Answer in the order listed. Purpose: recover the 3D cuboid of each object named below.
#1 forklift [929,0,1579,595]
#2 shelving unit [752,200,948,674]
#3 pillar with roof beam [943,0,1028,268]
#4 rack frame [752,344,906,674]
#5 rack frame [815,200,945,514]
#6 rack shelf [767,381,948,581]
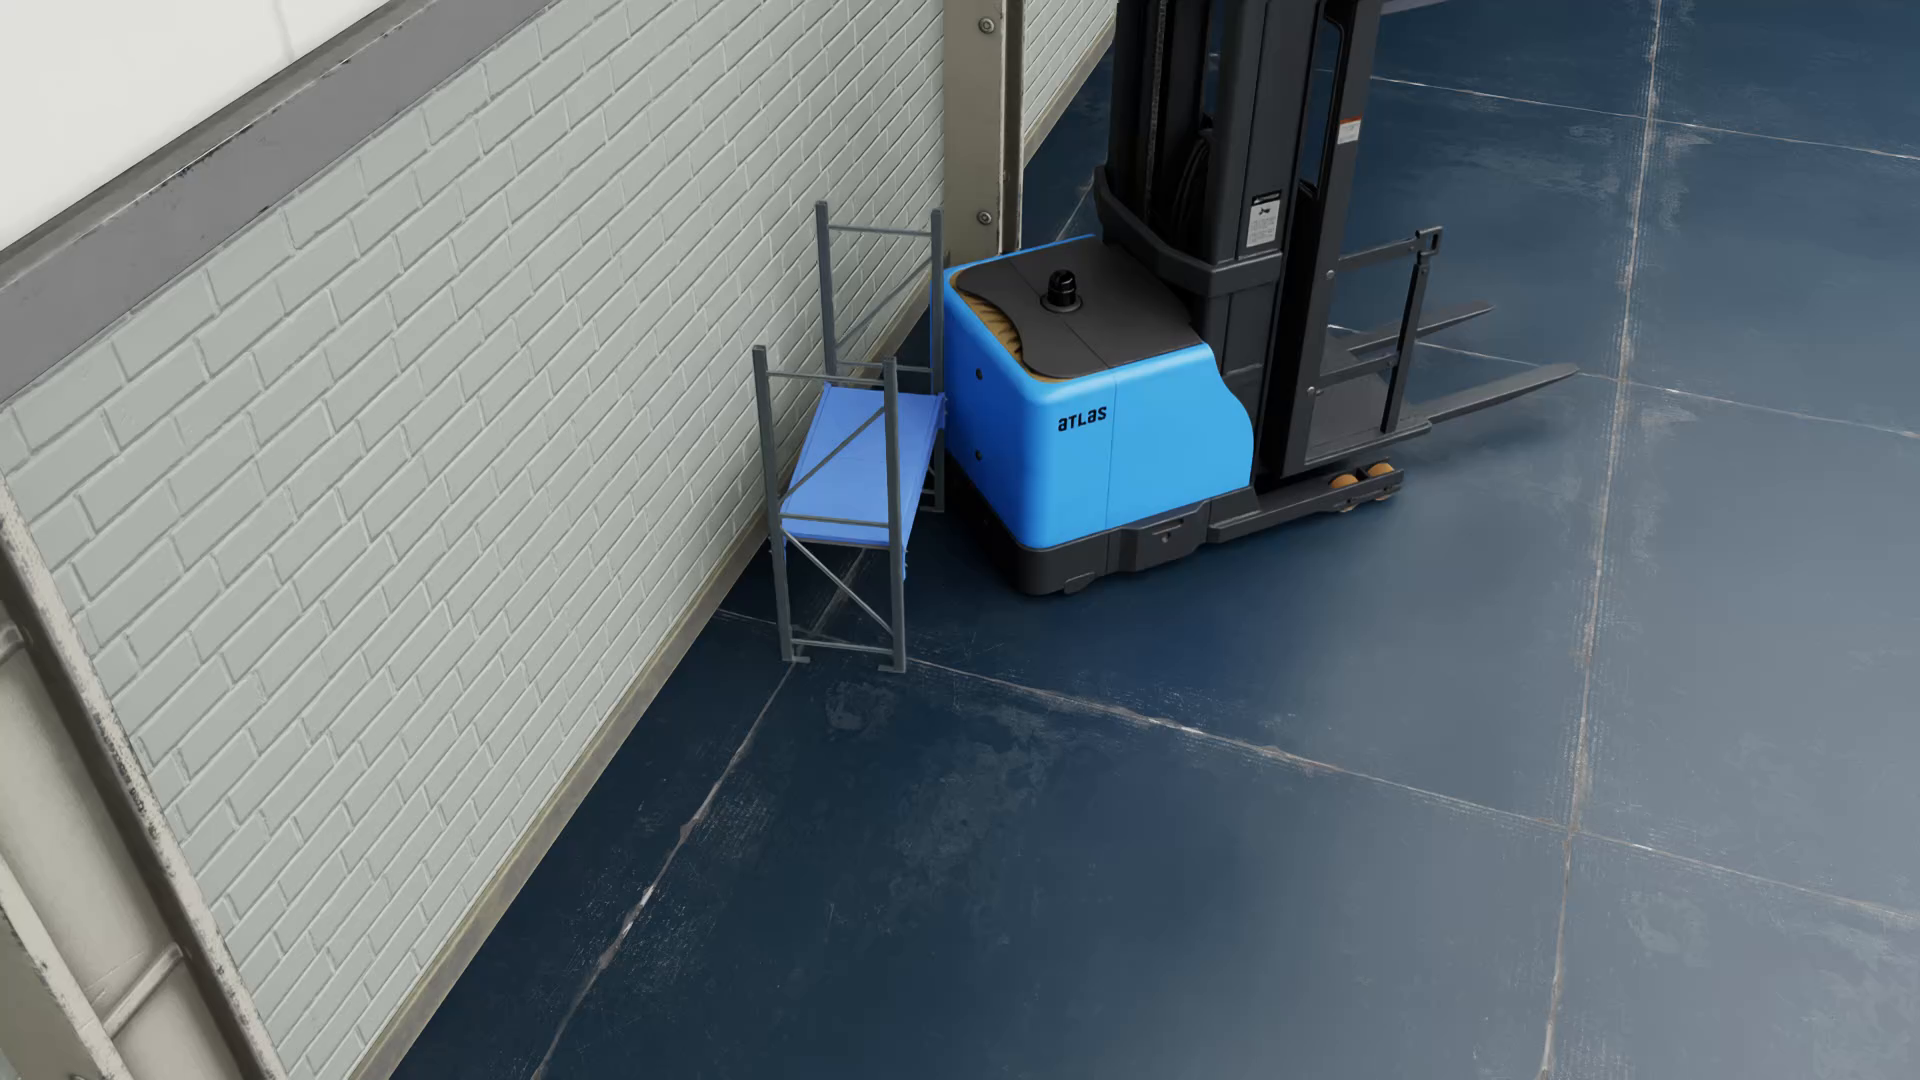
[{"bbox_3d":[1.417,-1.534,6.790,3.031,2.935,1.130,-17,43,-19],"label":"forklift"},{"bbox_3d":[-0.390,-0.396,6.558,0.538,1.500,1.048,6,41,6],"label":"shelving unit"},{"bbox_3d":[4.170,-3.986,4.989,9.100,9.000,0.400,13,42,15],"label":"pillar with roof beam"},{"bbox_3d":[-0.466,-0.070,6.176,0.500,1.500,0.032,6,41,6],"label":"rack frame"},{"bbox_3d":[-0.315,-0.722,6.941,0.500,1.500,0.032,6,41,6],"label":"rack frame"},{"bbox_3d":[-0.390,-0.259,6.675,0.538,0.185,1.000,6,41,6],"label":"rack shelf"}]
